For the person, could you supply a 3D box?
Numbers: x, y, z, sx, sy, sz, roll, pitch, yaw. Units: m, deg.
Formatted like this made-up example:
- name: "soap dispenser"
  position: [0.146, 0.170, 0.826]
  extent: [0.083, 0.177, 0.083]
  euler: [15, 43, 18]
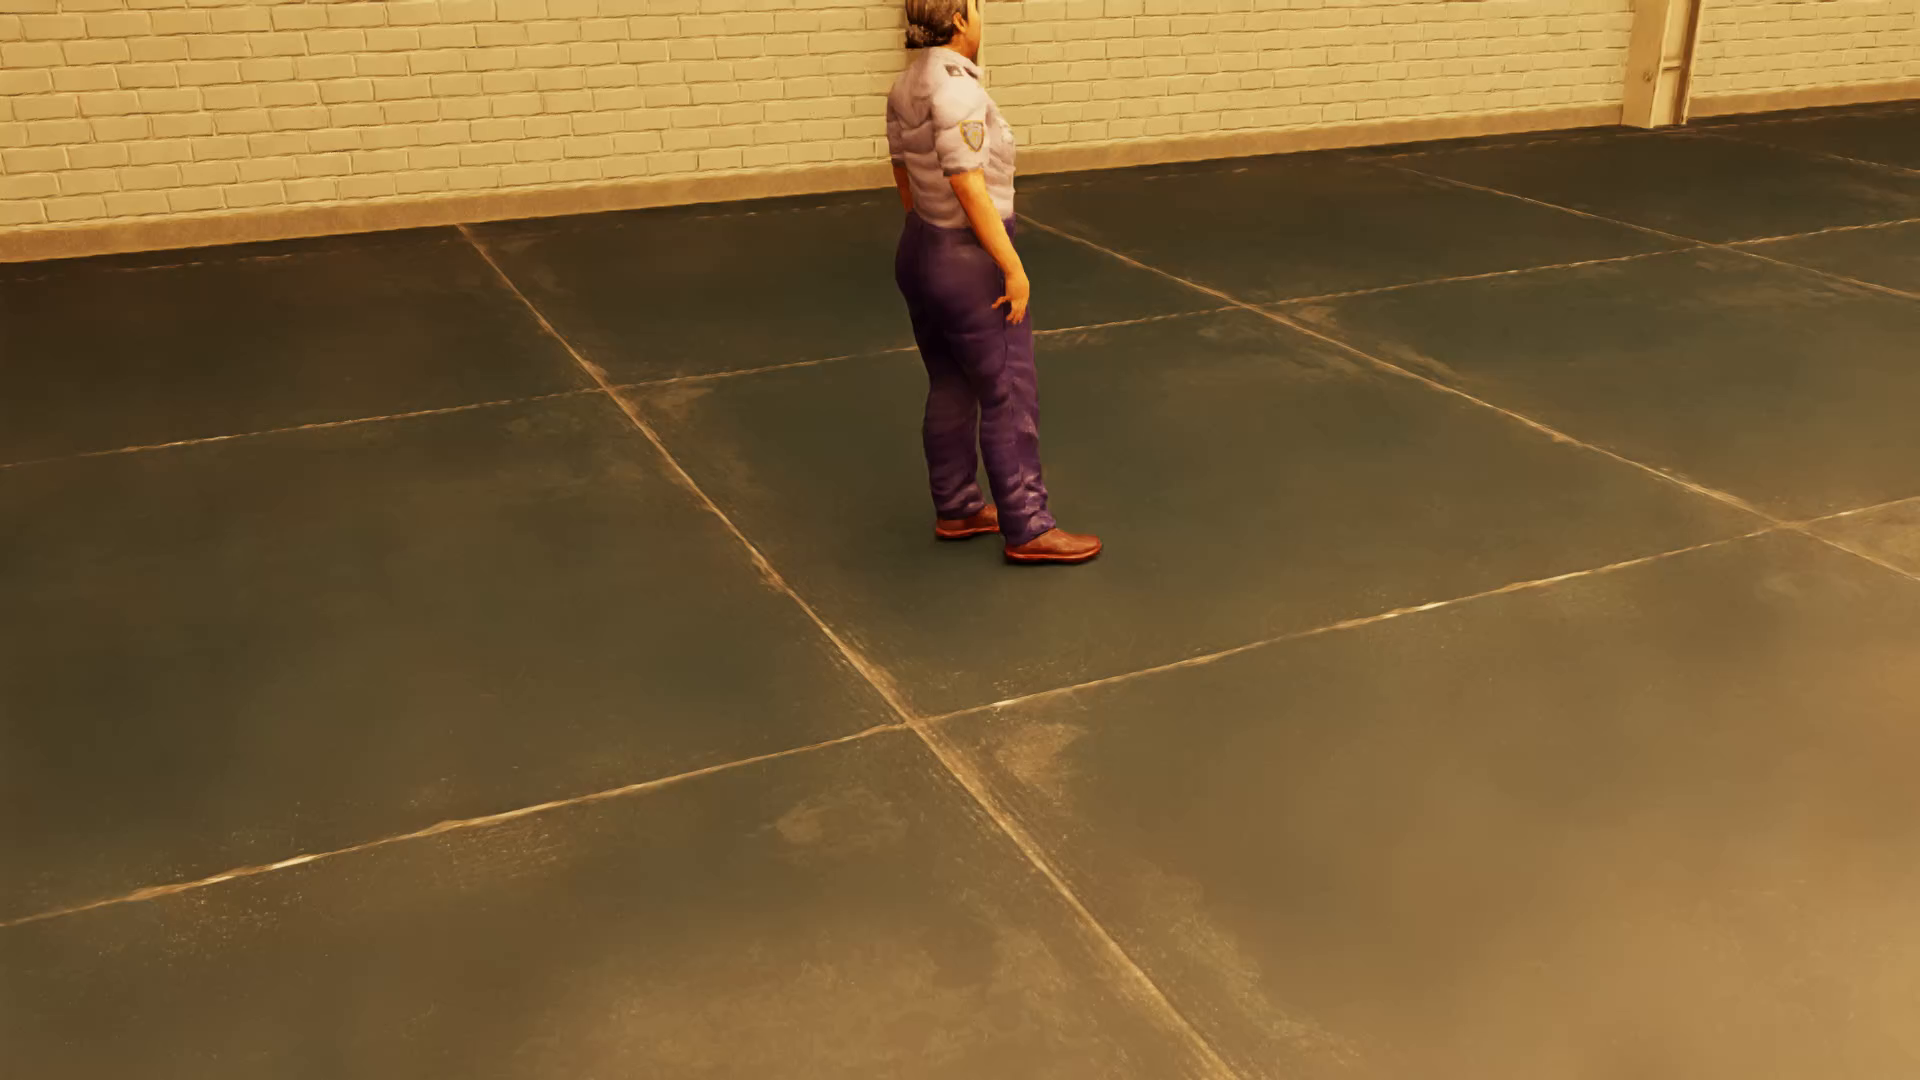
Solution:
- name: "person"
  position: [0.091, -0.774, 4.804]
  extent: [0.502, 1.650, 0.599]
  euler: [-10, 25, -23]
